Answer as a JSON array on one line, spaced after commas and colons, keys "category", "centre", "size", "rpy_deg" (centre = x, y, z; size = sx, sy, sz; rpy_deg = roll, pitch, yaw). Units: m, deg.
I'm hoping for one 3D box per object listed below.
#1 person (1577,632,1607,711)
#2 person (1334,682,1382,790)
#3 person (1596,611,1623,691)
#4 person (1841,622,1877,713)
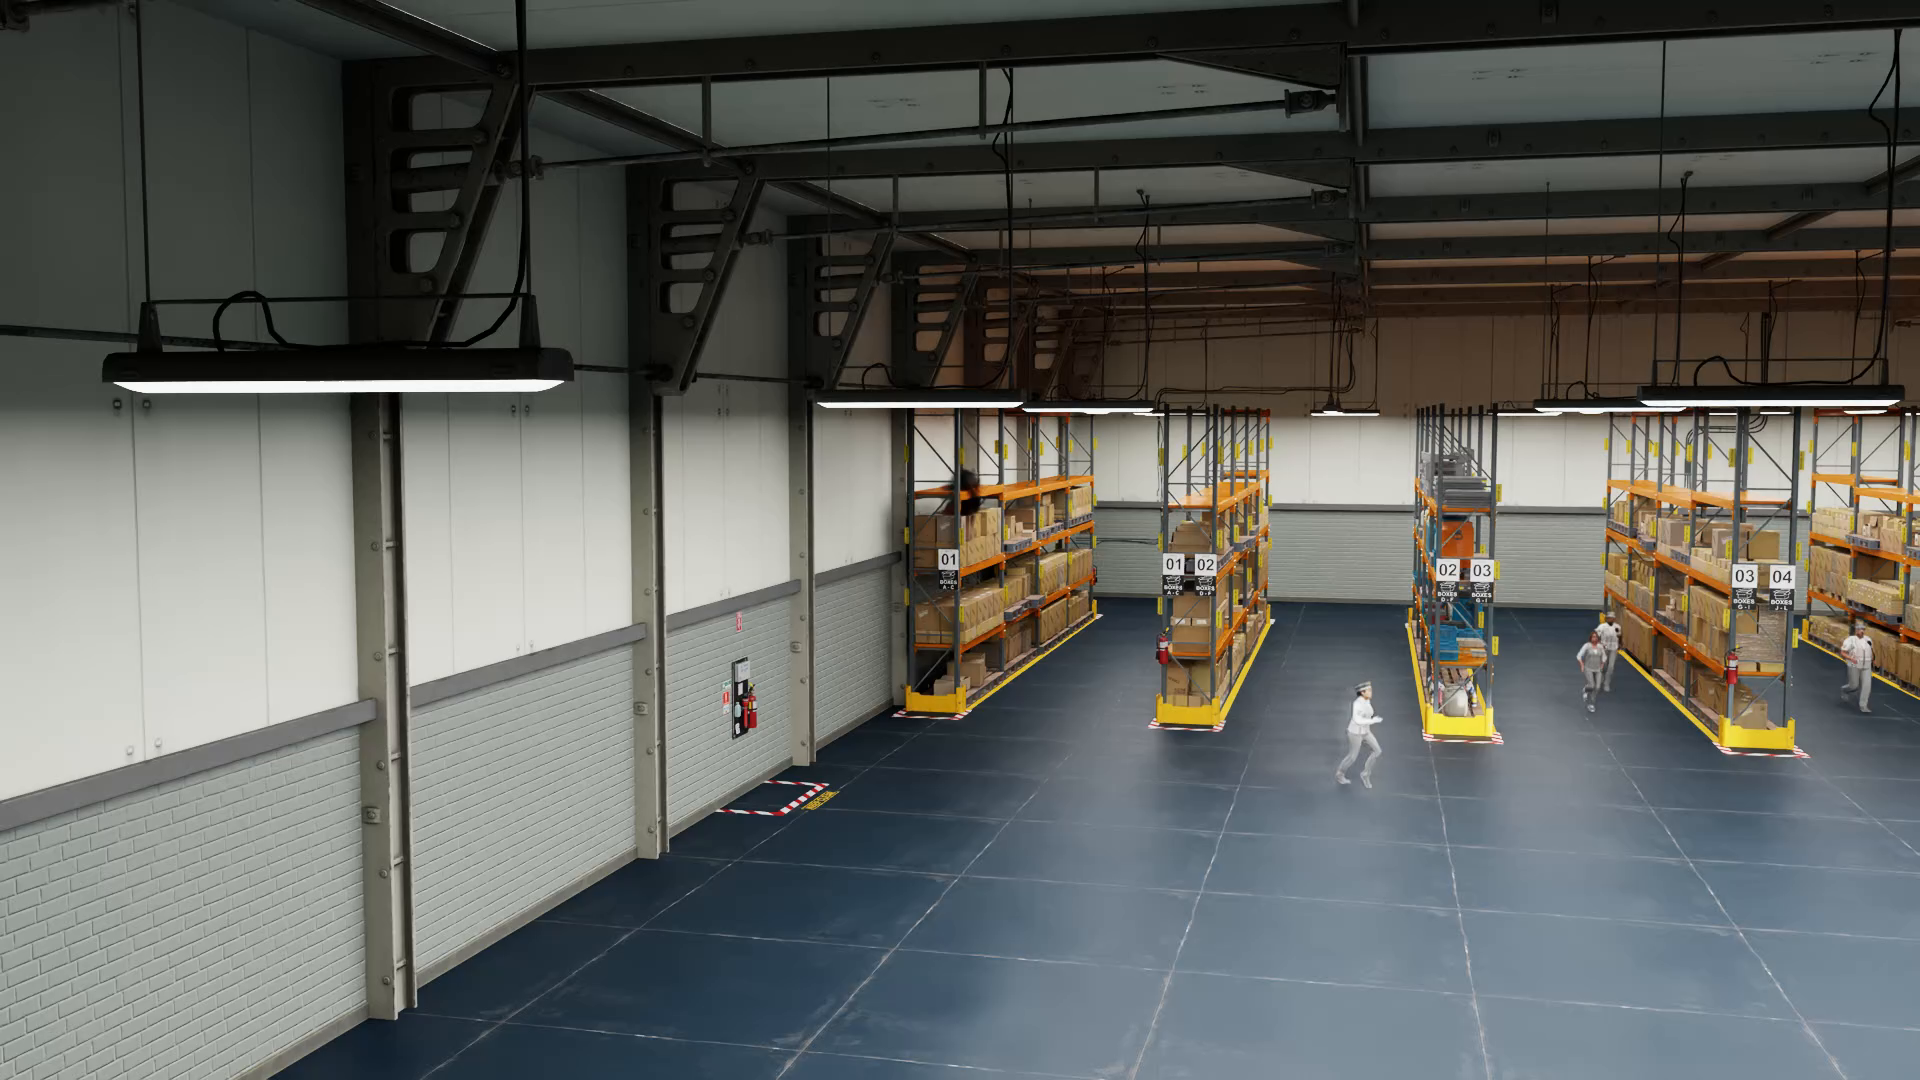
[{"category": "person", "centre": [12.444, 2.582, 32.690], "size": [0.547, 1.565, 0.498], "rpy_deg": [0, 4, 3]}, {"category": "person", "centre": [6.177, 3.008, 25.729], "size": [0.797, 1.690, 0.640], "rpy_deg": [3, 5, 38]}, {"category": "person", "centre": [13.772, 2.334, 35.327], "size": [0.600, 1.681, 0.778], "rpy_deg": [0, 4, 7]}, {"category": "person", "centre": [17.682, 2.475, 32.671], "size": [0.678, 1.748, 0.917], "rpy_deg": [0, 4, 5]}]
